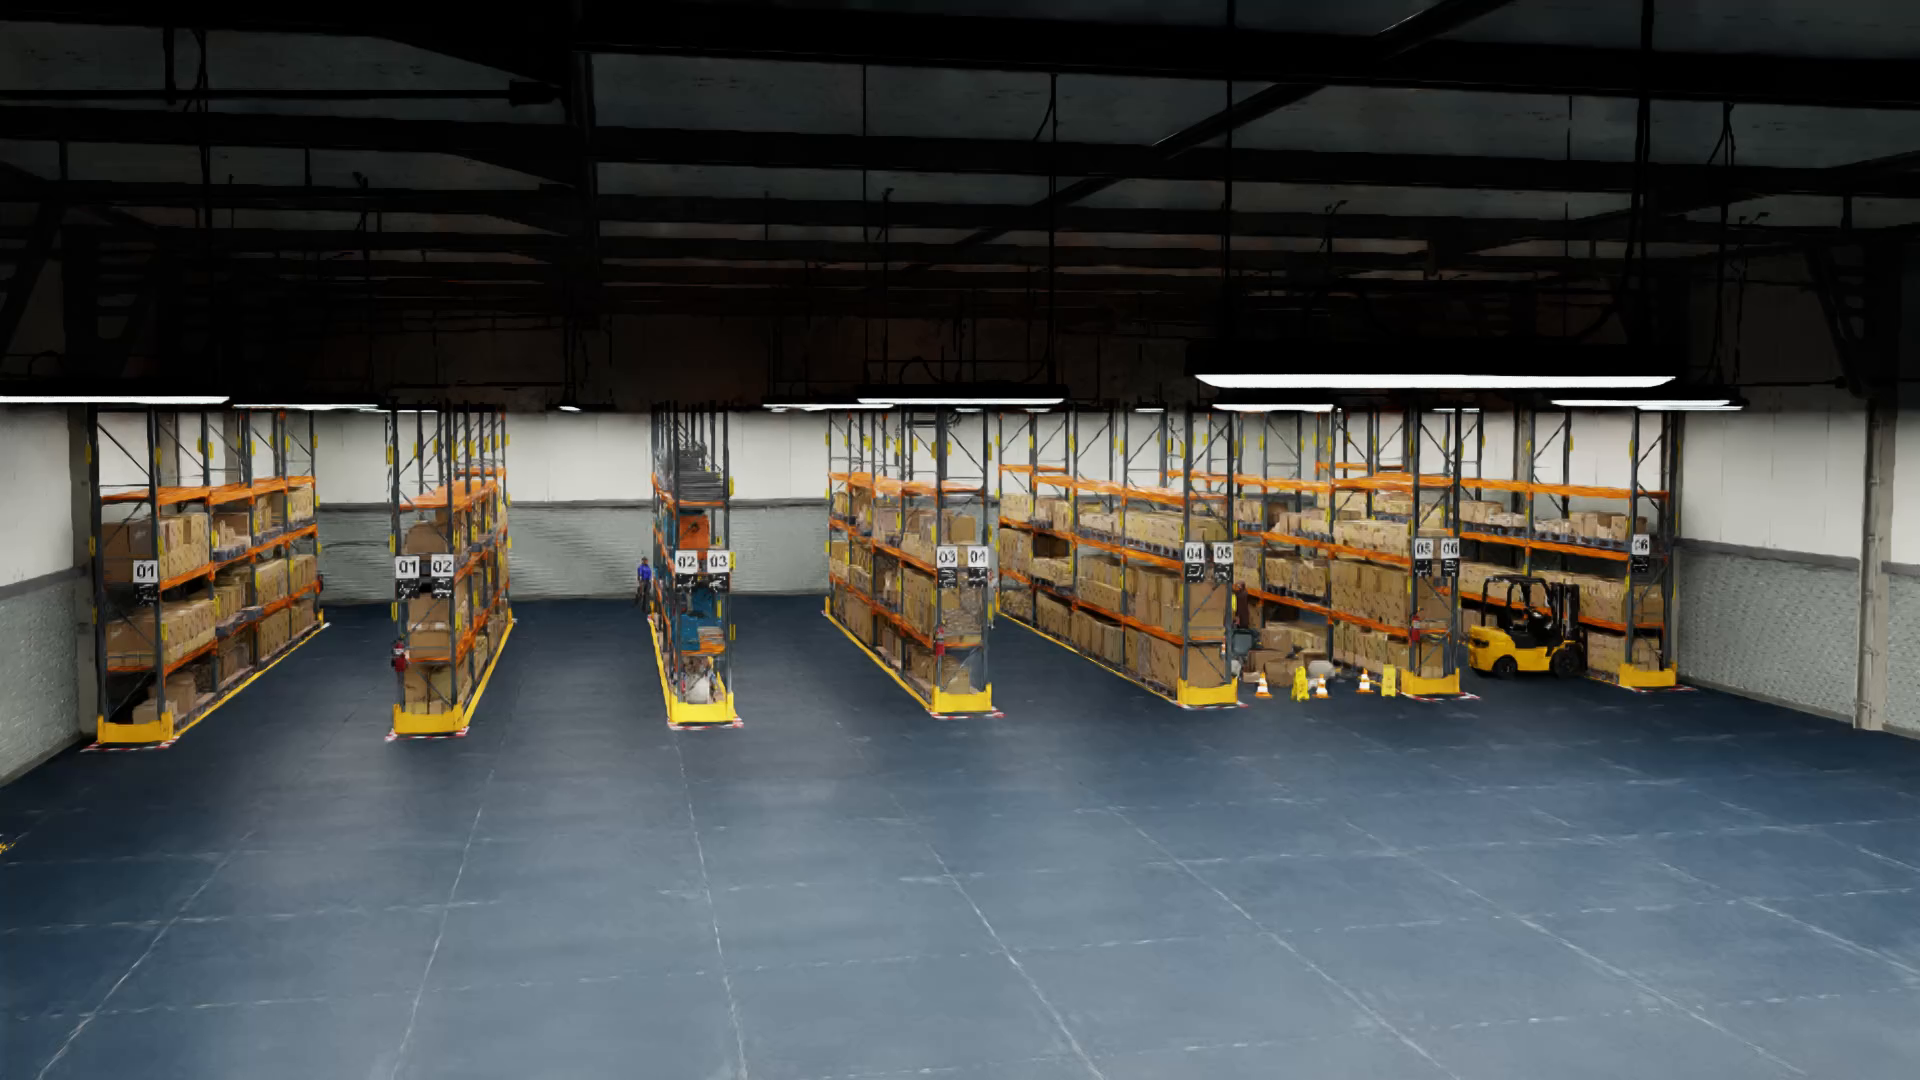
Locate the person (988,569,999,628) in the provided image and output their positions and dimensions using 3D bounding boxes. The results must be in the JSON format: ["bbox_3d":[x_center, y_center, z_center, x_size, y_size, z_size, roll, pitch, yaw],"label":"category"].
[{"bbox_3d":[0.769,1.563,44.586,0.580,1.618,0.507,-1,4,-14],"label":"person"}]

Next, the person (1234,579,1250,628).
[{"bbox_3d":[6.714,1.813,39.878,0.638,1.773,0.667,1,4,14],"label":"person"}]

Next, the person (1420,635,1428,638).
[{"bbox_3d":[11.045,1.896,40.050,0.527,1.592,0.522,1,5,18],"label":"person"}]

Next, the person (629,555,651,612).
[{"bbox_3d":[-9.291,1.268,48.269,0.493,1.651,0.652,3,5,35],"label":"person"}]
